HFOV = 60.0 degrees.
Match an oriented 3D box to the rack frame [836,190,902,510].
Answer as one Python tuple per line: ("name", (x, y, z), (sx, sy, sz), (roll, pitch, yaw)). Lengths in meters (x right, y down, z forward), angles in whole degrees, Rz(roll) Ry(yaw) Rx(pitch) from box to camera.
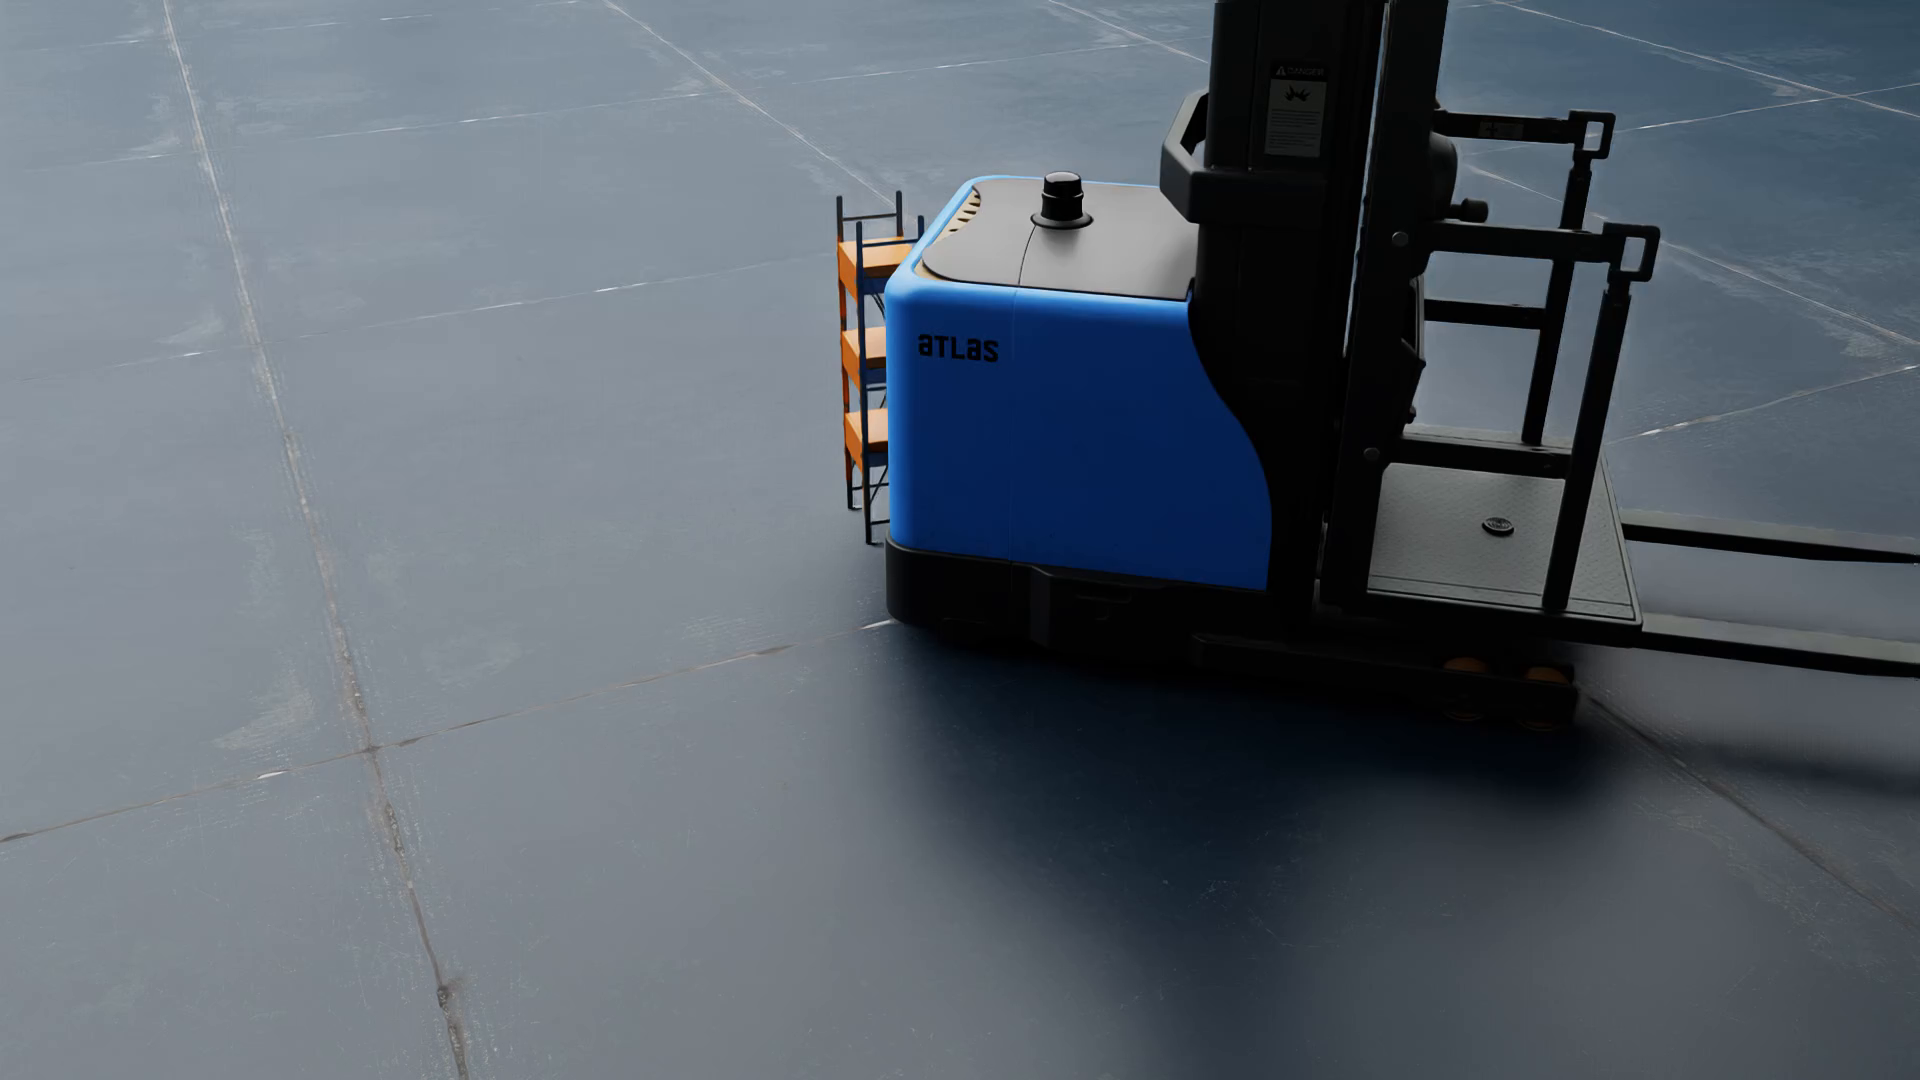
("rack frame", (-0.270, -0.572, 5.196), (0.200, 1.050, 0.008), (-8, 30, -15))

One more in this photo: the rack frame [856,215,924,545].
("rack frame", (-0.199, -0.458, 4.993), (0.200, 1.050, 0.008), (-8, 30, -15))

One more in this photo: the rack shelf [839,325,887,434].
("rack shelf", (-0.235, -0.505, 5.100), (0.215, 0.259, 0.240), (-8, 30, -15))

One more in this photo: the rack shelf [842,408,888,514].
("rack shelf", (-0.235, -0.263, 5.235), (0.215, 0.259, 0.240), (-8, 30, -15))

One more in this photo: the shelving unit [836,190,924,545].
("shelving unit", (-0.235, -0.515, 5.094), (0.215, 1.050, 0.252), (-8, 30, -15))

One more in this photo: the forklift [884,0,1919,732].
("forklift", (1.364, -1.064, 4.151), (3.031, 2.935, 1.130), (7, 30, 12))

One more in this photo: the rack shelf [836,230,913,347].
("rack shelf", (-0.235, -0.753, 4.961), (0.215, 0.259, 0.240), (-8, 30, -15))
